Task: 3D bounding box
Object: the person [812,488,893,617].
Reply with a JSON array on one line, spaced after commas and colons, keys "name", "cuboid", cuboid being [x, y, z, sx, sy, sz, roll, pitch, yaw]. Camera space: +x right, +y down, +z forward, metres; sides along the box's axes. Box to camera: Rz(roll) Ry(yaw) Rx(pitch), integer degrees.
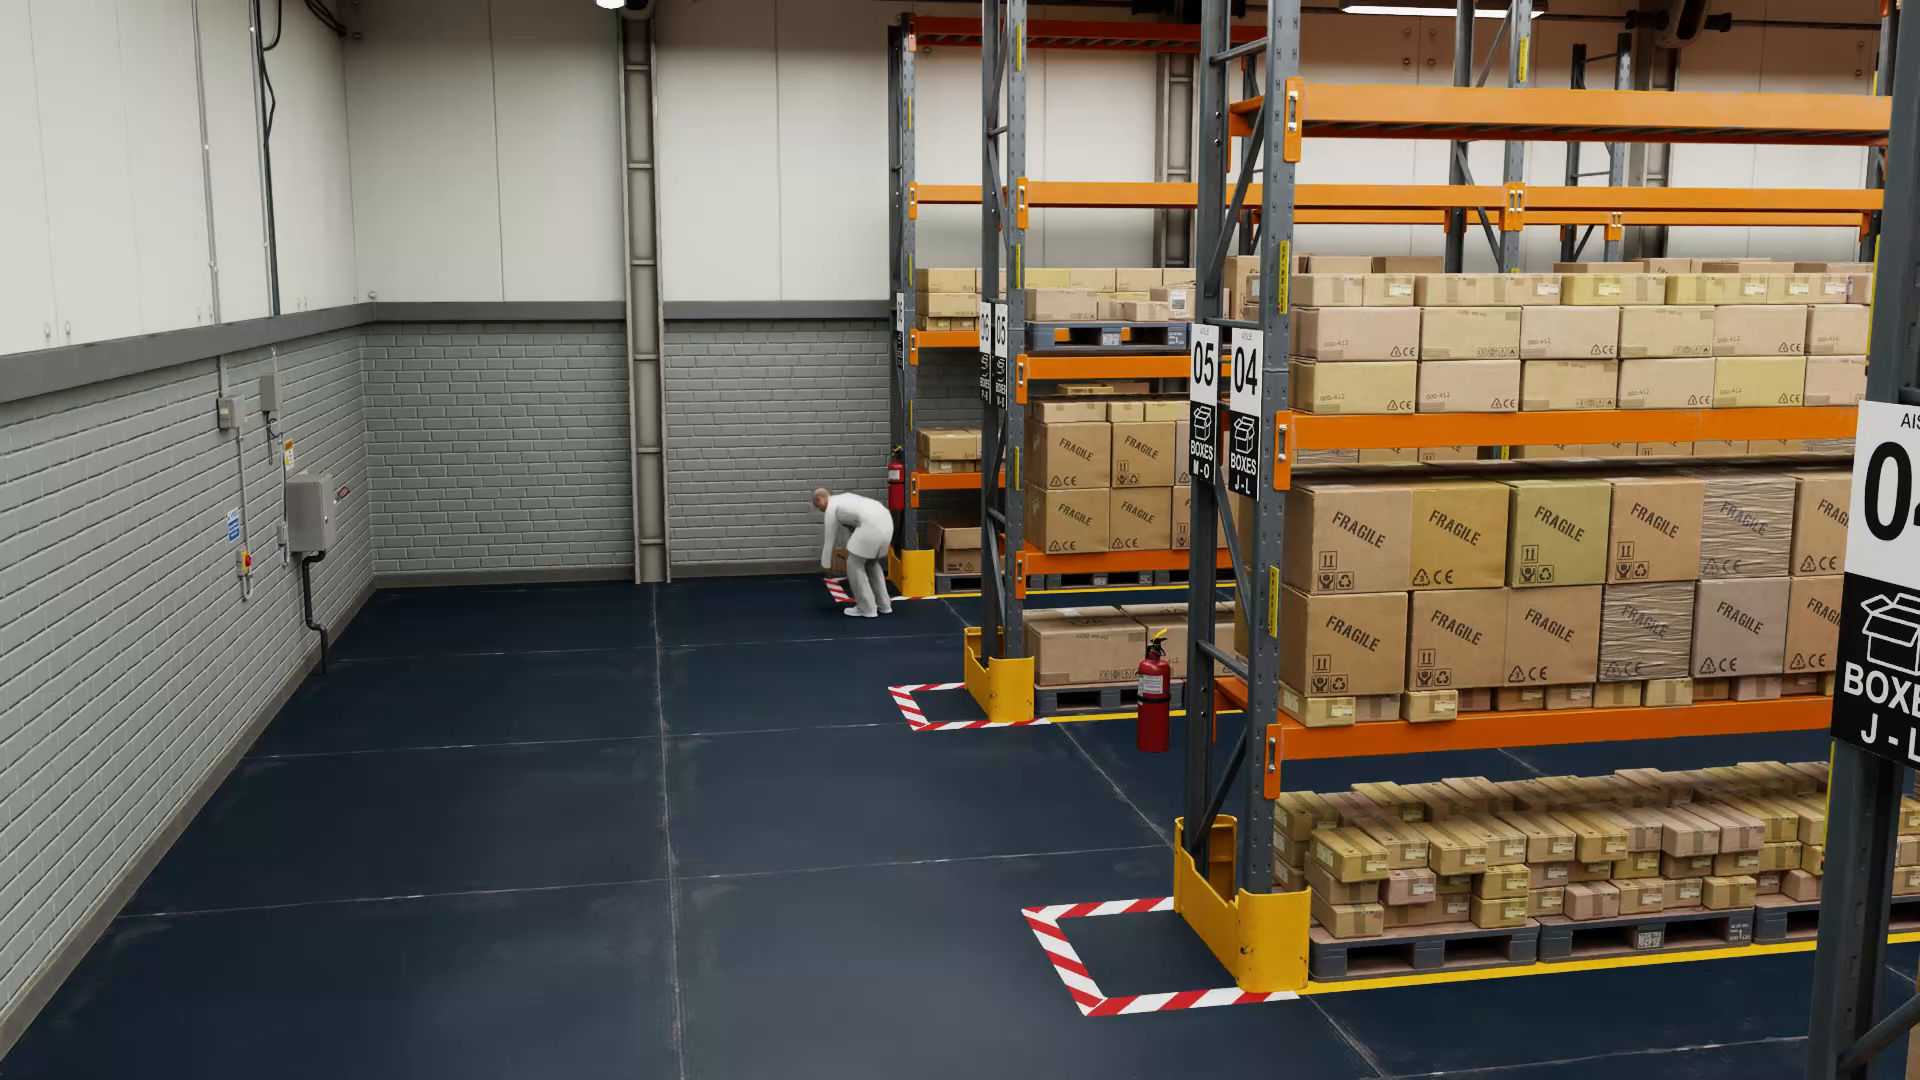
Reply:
[{"name": "person", "cuboid": [-1.108, 0.118, 16.843, 0.931, 1.249, 0.560, 6, 11, 31]}]
